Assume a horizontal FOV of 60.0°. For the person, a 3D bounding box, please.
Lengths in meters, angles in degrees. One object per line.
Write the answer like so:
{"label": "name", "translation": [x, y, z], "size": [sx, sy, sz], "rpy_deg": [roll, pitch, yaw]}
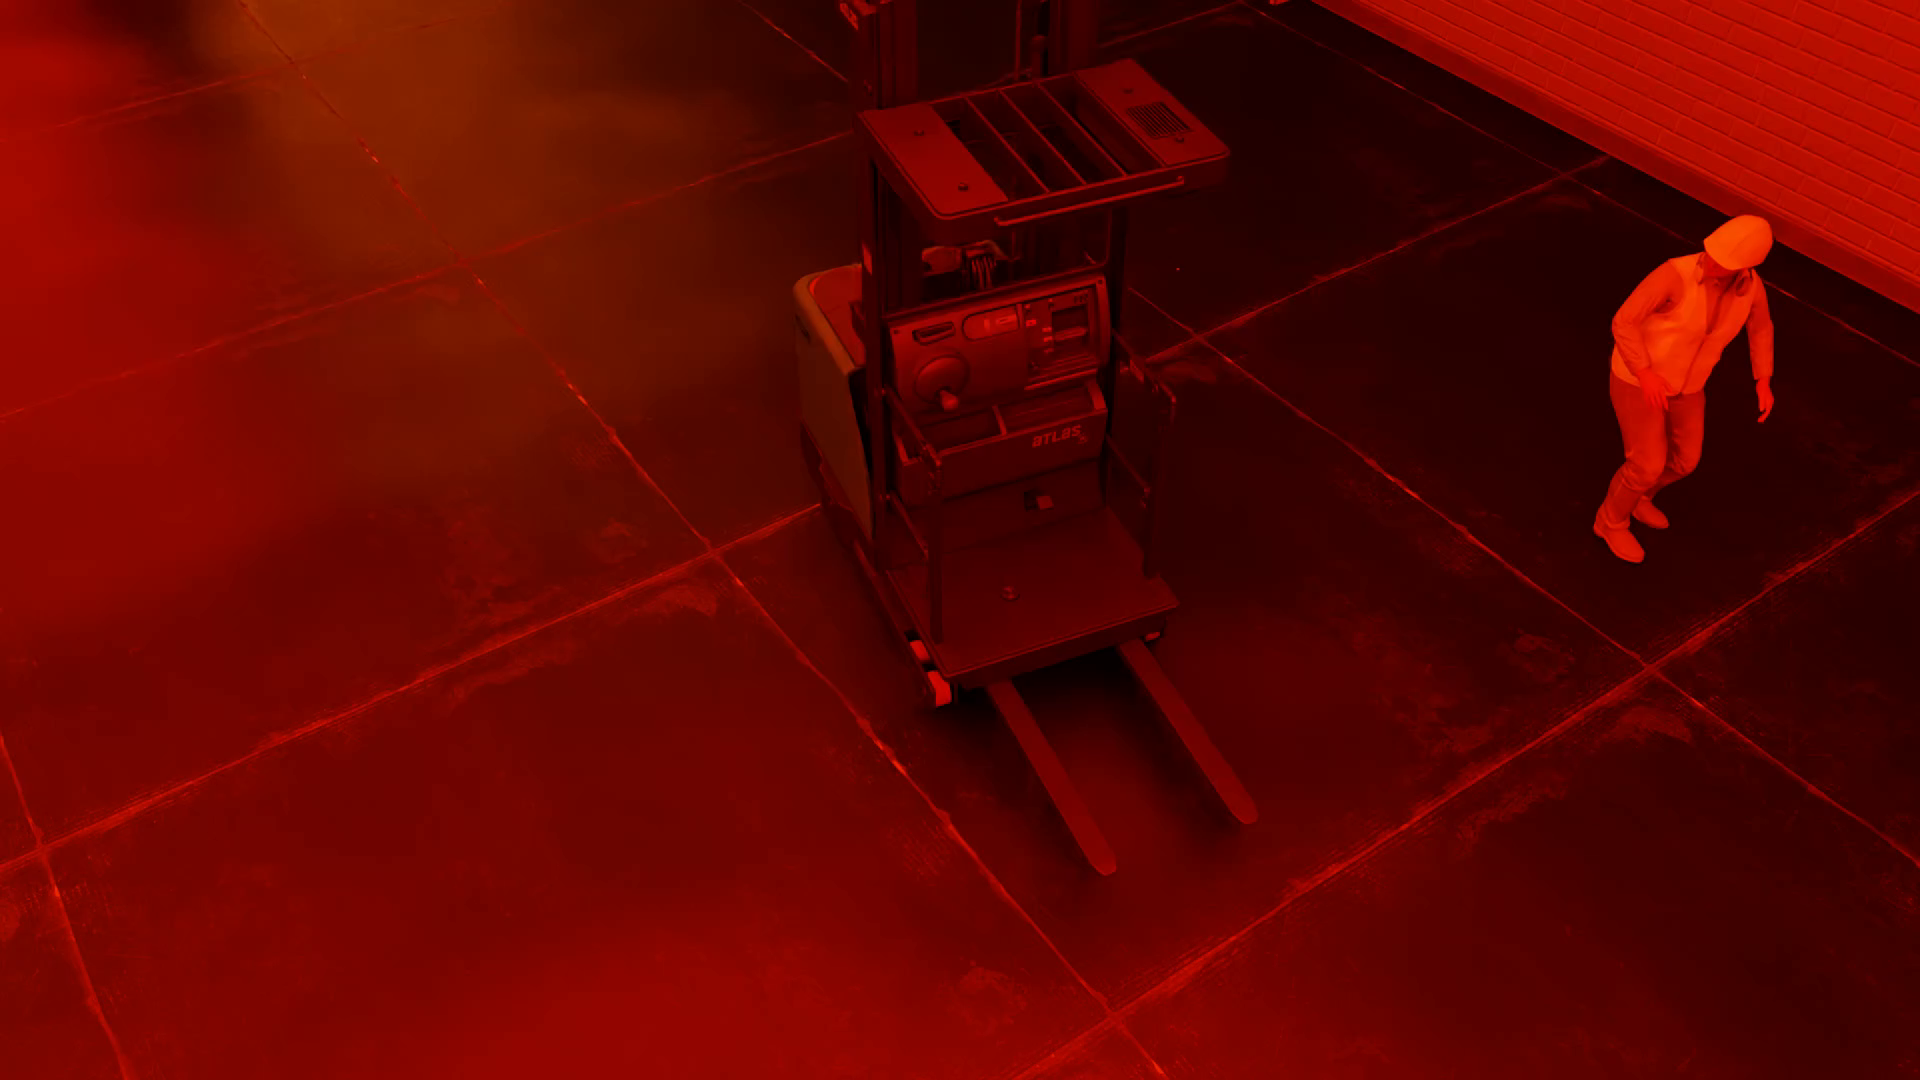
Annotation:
{"label": "person", "translation": [3.218, -0.701, 7.383], "size": [0.745, 1.727, 0.522], "rpy_deg": [-11, 44, -11]}

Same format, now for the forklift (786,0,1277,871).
{"label": "forklift", "translation": [0.279, -0.704, 6.479], "size": [1.130, 2.935, 3.031], "rpy_deg": [-18, 46, -18]}
